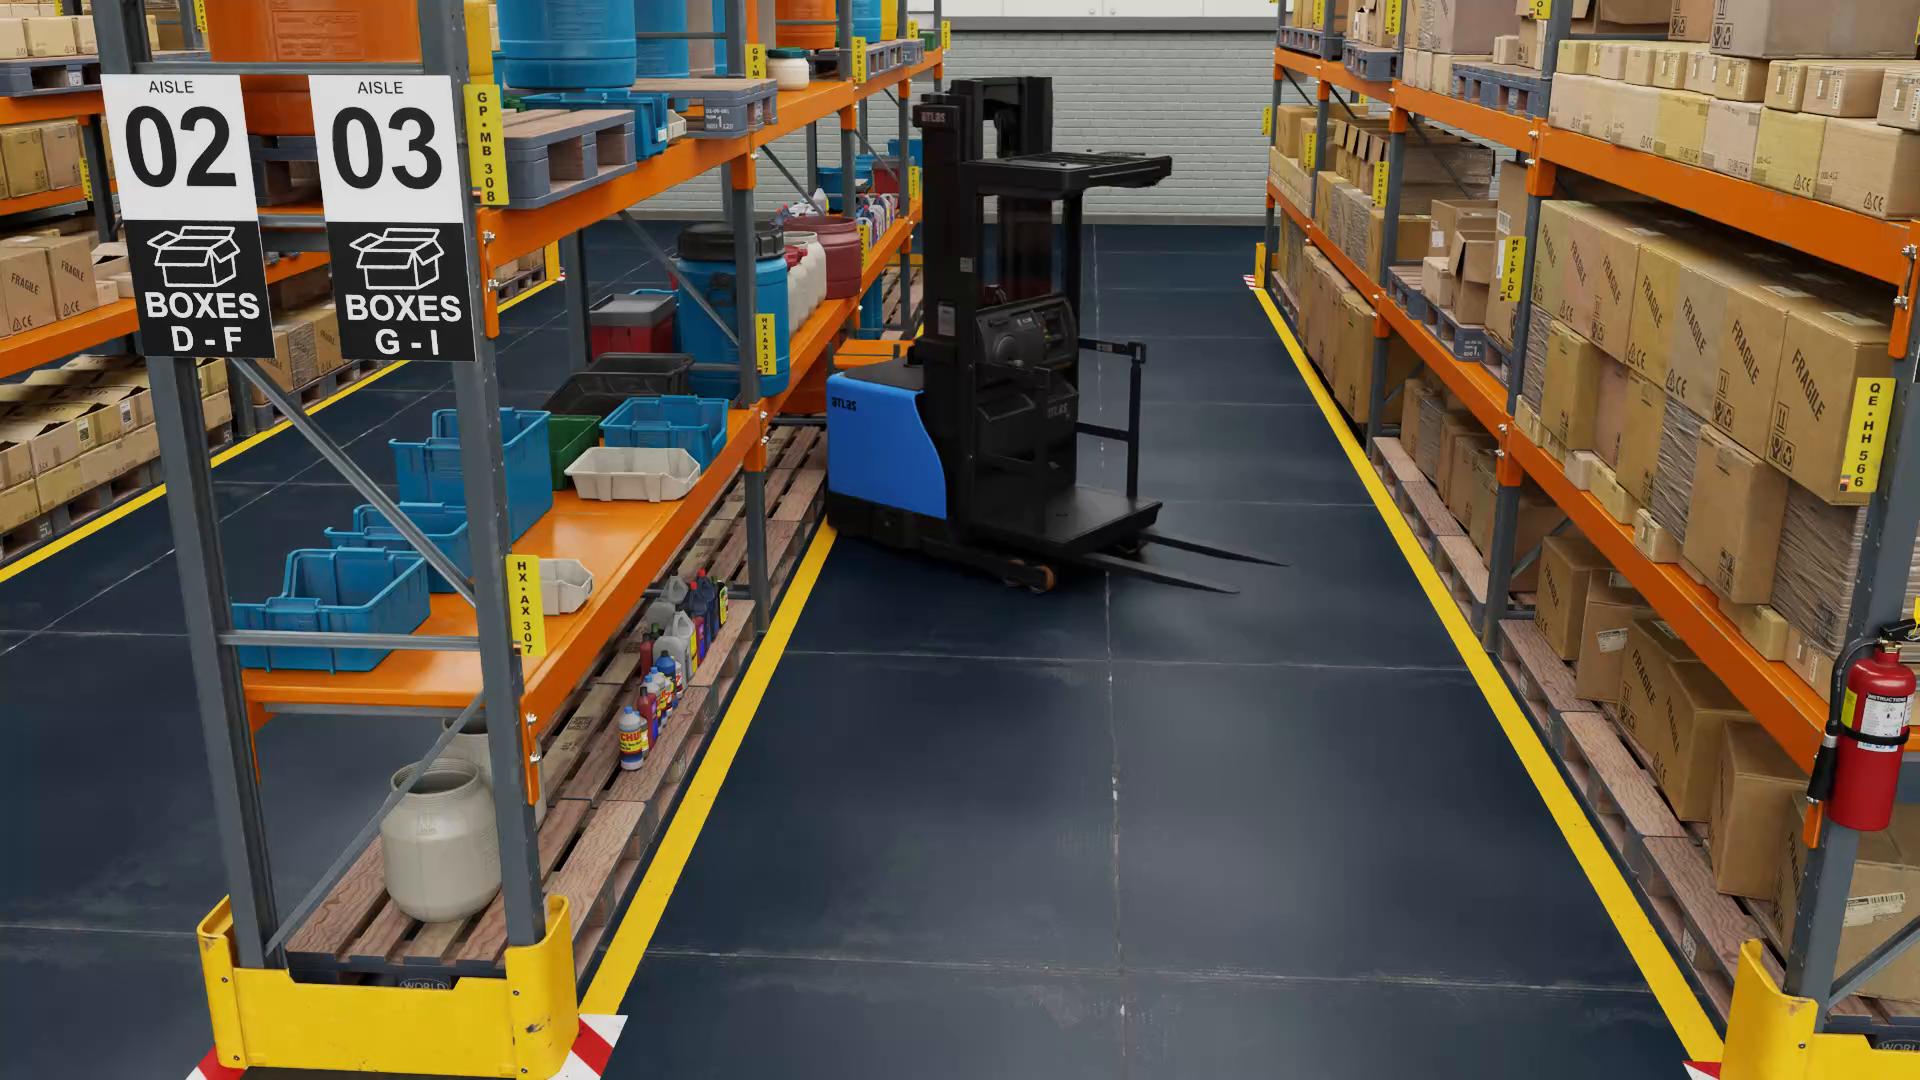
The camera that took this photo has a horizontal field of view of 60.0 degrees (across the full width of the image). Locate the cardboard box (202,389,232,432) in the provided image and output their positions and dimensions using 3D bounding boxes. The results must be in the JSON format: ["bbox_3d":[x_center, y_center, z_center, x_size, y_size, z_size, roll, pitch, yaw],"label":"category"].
[{"bbox_3d":[-6.027,-1.002,12.906,0.500,0.250,0.500,2,18,5],"label":"cardboard box"}]

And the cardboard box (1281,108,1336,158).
[{"bbox_3d":[3.851,-4.508,18.421,0.500,0.500,0.500,1,18,2],"label":"cardboard box"}]

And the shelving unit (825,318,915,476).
[{"bbox_3d":[-0.631,-0.949,11.983,0.538,1.125,1.048,2,17,4],"label":"shelving unit"}]

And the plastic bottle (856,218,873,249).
[{"bbox_3d":[-0.840,-2.665,14.440,0.152,0.276,0.135,1,18,4],"label":"plastic bottle"}]

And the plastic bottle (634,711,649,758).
[{"bbox_3d":[-1.418,0.851,7.298,0.097,0.201,0.097,0,18,0],"label":"plastic bottle"}]

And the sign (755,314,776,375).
[{"bbox_3d":[-1.031,-1.040,8.835,0.100,0.325,0.005,1,18,4],"label":"sign"}]

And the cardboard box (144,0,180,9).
[{"bbox_3d":[-6.195,-4.362,12.833,0.500,0.500,0.500,1,18,4],"label":"cardboard box"}]

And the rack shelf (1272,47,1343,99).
[{"bbox_3d":[4.078,-5.003,17.712,1.077,0.370,4.000,1,18,4],"label":"rack shelf"}]

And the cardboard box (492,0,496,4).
[{"bbox_3d":[-5.680,-6.551,19.515,0.700,0.500,0.500,1,18,4],"label":"cardboard box"}]

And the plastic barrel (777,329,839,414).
[{"bbox_3d":[-1.274,-1.487,13.455,0.600,0.830,0.708,1,18,4],"label":"plastic barrel"}]

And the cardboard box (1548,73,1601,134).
[{"bbox_3d":[3.073,-2.034,7.736,0.500,0.250,0.500,1,18,2],"label":"cardboard box"}]

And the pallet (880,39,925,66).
[{"bbox_3d":[-0.964,-4.499,15.322,1.213,0.211,1.003,1,18,4],"label":"pallet"}]

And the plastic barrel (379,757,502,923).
[{"bbox_3d":[-1.895,1.095,6.086,0.421,0.512,0.421,0,18,0],"label":"plastic barrel"}]

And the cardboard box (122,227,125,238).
[{"bbox_3d":[-10.551,-3.664,20.629,0.700,0.500,0.500,1,18,4],"label":"cardboard box"}]

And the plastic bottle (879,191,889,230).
[{"bbox_3d":[-0.745,-3.093,15.623,0.144,0.351,0.185,1,18,4],"label":"plastic bottle"}]

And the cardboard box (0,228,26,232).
[{"bbox_3d":[-10.867,-3.463,18.973,0.380,0.149,0.250,1,18,4],"label":"cardboard box"}]

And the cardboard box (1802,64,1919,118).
[{"bbox_3d":[2.829,-1.374,5.082,0.380,0.149,0.250,0,18,2],"label":"cardboard box"}]

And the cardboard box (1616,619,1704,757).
[{"bbox_3d":[3.293,0.671,7.399,0.500,0.500,0.500,0,18,-1],"label":"cardboard box"}]

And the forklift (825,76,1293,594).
[{"bbox_3d":[0.578,-1.260,10.062,3.031,2.935,1.130,14,23,37],"label":"forklift"}]

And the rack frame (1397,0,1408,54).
[{"bbox_3d":[3.648,-4.907,11.446,1.000,3.000,0.127,1,18,4],"label":"rack frame"}]

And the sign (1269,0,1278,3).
[{"bbox_3d":[3.668,-6.433,19.391,0.100,0.325,0.005,1,18,4],"label":"sign"}]

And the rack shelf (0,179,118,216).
[{"bbox_3d":[-10.744,-3.909,19.192,1.077,0.370,4.000,1,18,4],"label":"rack shelf"}]

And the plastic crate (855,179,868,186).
[{"bbox_3d":[-1.181,-3.860,18.212,0.293,0.136,0.466,1,18,4],"label":"plastic crate"}]

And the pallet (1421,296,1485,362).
[{"bbox_3d":[3.547,-1.349,10.531,1.003,0.211,1.213,1,18,4],"label":"pallet"}]

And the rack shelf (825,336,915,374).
[{"bbox_3d":[-0.626,-1.228,11.898,0.538,0.278,1.000,2,17,4],"label":"rack shelf"}]

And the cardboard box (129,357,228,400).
[{"bbox_3d":[-6.025,-1.269,12.821,0.500,0.311,0.500,2,18,5],"label":"cardboard box"}]

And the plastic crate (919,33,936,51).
[{"bbox_3d":[-0.505,-5.663,18.912,0.450,0.188,0.336,1,18,4],"label":"plastic crate"}]

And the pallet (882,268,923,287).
[{"bbox_3d":[-0.817,-3.071,19.956,1.003,0.211,1.213,1,18,4],"label":"pallet"}]

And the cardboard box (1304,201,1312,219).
[{"bbox_3d":[3.630,-3.281,16.522,0.380,0.149,0.250,1,18,4],"label":"cardboard box"}]

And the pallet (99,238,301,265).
[{"bbox_3d":[-6.254,-2.399,13.736,1.213,0.211,1.003,1,18,4],"label":"pallet"}]

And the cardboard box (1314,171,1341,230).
[{"bbox_3d":[3.652,-3.209,15.737,0.500,0.500,0.500,1,18,4],"label":"cardboard box"}]

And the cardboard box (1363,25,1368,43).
[{"bbox_3d":[3.678,-4.345,14.277,0.380,0.149,0.250,1,18,2],"label":"cardboard box"}]

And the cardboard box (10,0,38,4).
[{"bbox_3d":[-10.496,-6.116,18.155,0.500,0.500,0.500,1,18,4],"label":"cardboard box"}]

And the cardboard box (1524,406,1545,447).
[{"bbox_3d":[3.015,-0.557,8.209,0.380,0.149,0.250,1,18,4],"label":"cardboard box"}]

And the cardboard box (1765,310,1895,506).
[{"bbox_3d":[2.867,-0.412,5.118,0.500,0.500,0.500,1,18,4],"label":"cardboard box"}]

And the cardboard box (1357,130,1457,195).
[{"bbox_3d":[3.807,-3.218,14.154,0.797,0.503,0.637,2,18,6],"label":"cardboard box"}]

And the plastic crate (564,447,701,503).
[{"bbox_3d":[-1.443,-0.289,7.411,0.530,0.136,0.437,1,18,4],"label":"plastic crate"}]

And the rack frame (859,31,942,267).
[{"bbox_3d":[-0.719,-4.651,20.300,1.000,3.000,0.127,1,18,4],"label":"rack frame"}]

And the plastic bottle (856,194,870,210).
[{"bbox_3d":[-0.902,-3.038,15.458,0.144,0.351,0.185,1,18,4],"label":"plastic bottle"}]

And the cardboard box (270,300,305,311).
[{"bbox_3d":[-6.331,-1.919,15.270,0.500,0.500,0.500,1,18,2],"label":"cardboard box"}]

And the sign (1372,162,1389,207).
[{"bbox_3d":[3.094,-2.618,12.235,0.100,0.325,0.005,1,18,4],"label":"sign"}]

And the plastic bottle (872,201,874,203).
[{"bbox_3d":[-0.837,-3.182,16.135,0.097,0.201,0.097,0,18,0],"label":"plastic bottle"}]

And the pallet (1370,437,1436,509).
[{"bbox_3d":[3.590,-0.488,12.074,1.003,0.211,1.213,1,18,4],"label":"pallet"}]

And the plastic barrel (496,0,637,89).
[{"bbox_3d":[-1.757,-2.481,7.380,0.600,0.901,0.708,1,18,4],"label":"plastic barrel"}]

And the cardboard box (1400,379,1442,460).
[{"bbox_3d":[3.620,-0.869,12.065,0.700,0.500,0.500,0,18,1],"label":"cardboard box"}]

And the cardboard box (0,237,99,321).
[{"bbox_3d":[-6.337,-1.804,11.452,0.500,0.500,0.500,0,18,1],"label":"cardboard box"}]

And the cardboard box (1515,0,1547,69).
[{"bbox_3d":[3.560,-2.924,9.372,0.797,0.503,0.637,2,18,6],"label":"cardboard box"}]

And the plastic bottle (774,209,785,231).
[{"bbox_3d":[-1.554,-2.682,14.369,0.144,0.351,0.185,1,18,4],"label":"plastic bottle"}]

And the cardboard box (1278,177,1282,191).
[{"bbox_3d":[3.795,-3.999,18.714,0.380,0.149,0.250,1,18,3],"label":"cardboard box"}]

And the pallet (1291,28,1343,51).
[{"bbox_3d":[4.094,-5.313,17.646,1.003,0.211,1.213,1,18,4],"label":"pallet"}]

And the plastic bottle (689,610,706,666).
[{"bbox_3d":[-1.322,0.475,8.312,0.061,0.283,0.133,3,18,8],"label":"plastic bottle"}]

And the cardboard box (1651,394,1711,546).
[{"bbox_3d":[3.136,-0.243,6.208,0.875,0.500,0.500,1,18,4],"label":"cardboard box"}]

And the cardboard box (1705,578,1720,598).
[{"bbox_3d":[2.966,0.144,6.068,0.380,0.149,0.250,1,18,4],"label":"cardboard box"}]

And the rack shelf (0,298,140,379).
[{"bbox_3d":[-6.376,-1.315,11.275,1.077,0.370,4.000,1,18,4],"label":"rack shelf"}]

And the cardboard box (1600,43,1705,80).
[{"bbox_3d":[3.038,-2.095,7.282,0.380,0.149,0.250,1,18,4],"label":"cardboard box"}]
